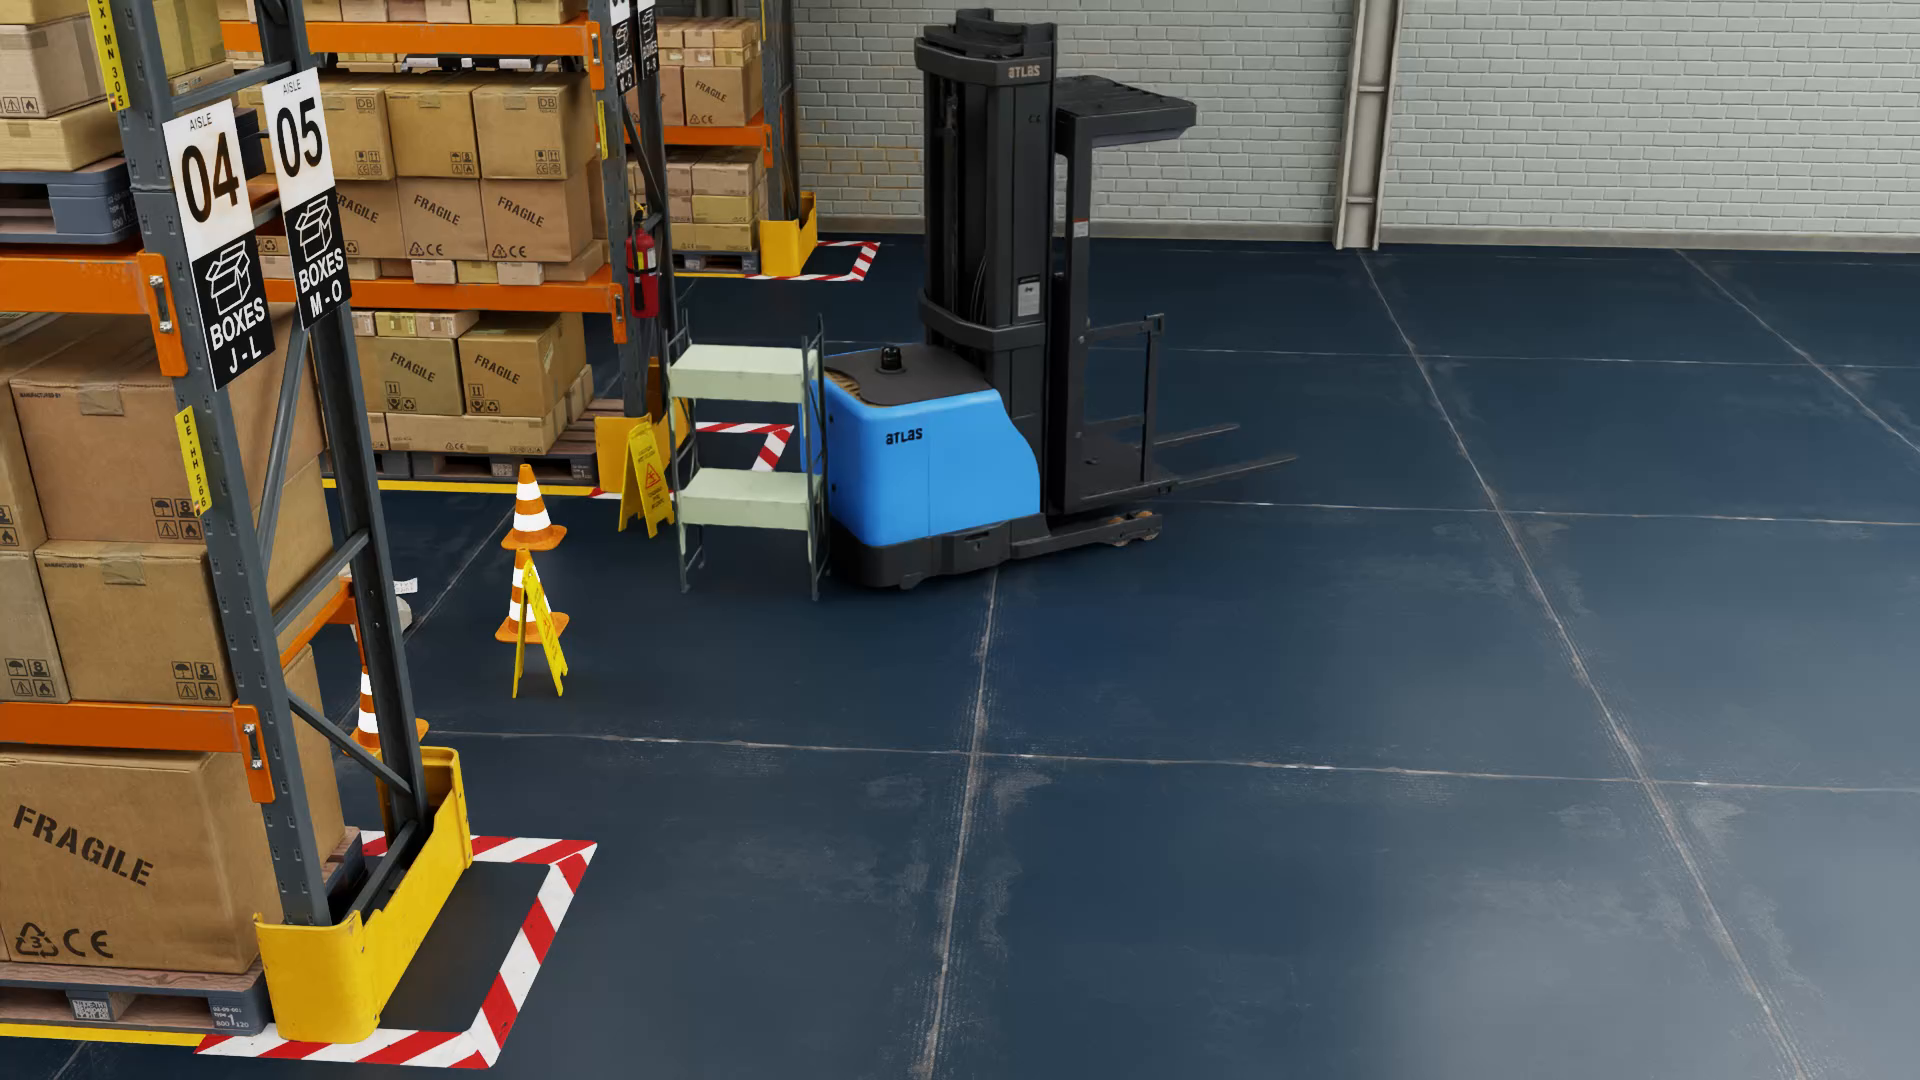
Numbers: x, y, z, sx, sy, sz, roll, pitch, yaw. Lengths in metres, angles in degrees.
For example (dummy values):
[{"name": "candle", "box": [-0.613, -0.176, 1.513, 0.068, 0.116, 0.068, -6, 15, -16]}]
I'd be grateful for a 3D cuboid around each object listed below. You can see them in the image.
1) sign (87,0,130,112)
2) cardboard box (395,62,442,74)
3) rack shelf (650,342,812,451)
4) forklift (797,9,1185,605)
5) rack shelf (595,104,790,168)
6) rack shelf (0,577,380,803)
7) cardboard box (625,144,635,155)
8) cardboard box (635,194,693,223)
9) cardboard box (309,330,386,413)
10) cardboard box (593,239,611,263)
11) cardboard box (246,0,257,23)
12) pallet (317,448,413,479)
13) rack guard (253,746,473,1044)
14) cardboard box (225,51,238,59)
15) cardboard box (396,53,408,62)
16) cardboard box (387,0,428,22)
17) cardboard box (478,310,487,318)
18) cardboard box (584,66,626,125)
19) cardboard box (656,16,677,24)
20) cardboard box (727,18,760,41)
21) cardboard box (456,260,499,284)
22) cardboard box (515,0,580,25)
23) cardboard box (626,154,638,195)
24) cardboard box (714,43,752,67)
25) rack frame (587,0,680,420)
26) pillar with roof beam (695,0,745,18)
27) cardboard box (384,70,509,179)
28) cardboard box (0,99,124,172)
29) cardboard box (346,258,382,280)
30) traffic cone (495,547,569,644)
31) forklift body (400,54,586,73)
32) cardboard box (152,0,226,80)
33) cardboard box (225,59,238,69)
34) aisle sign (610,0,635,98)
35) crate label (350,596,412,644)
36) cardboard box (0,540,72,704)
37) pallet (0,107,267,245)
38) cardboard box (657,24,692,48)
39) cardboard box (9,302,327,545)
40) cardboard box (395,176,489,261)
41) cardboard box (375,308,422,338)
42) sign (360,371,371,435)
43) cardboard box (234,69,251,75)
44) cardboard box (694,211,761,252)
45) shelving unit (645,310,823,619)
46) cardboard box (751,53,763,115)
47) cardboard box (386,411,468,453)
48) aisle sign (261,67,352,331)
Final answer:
[{"name": "sign", "box": [-2.306, -1.332, 4.503, 0.005, 0.325, 0.100, 2, 25, 4]}, {"name": "cardboard box", "box": [-4.641, -4.005, 14.745, 0.500, 0.500, 0.500, 2, 25, 5]}, {"name": "rack shelf", "box": [-1.181, -0.755, 8.662, 0.720, 0.370, 0.431, 10, 26, 20]}, {"name": "forklift", "box": [0.361, -1.548, 9.607, 1.130, 2.935, 3.031, 16, 29, 31]}, {"name": "rack shelf", "box": [-3.590, -3.701, 15.066, 4.000, 0.370, 1.077, 2, 25, 4]}, {"name": "rack shelf", "box": [-4.244, 0.434, 6.079, 4.000, 0.370, 1.077, 2, 25, 4]}, {"name": "cardboard box", "box": [-3.057, -3.489, 15.335, 0.500, 0.250, 0.500, 2, 25, 4]}, {"name": "cardboard box", "box": [-2.604, -3.039, 14.954, 0.500, 0.250, 0.500, 2, 25, 3]}, {"name": "cardboard box", "box": [-3.814, -1.129, 10.505, 0.500, 0.500, 0.500, 1, 25, 3]}, {"name": "cardboard box", "box": [-2.295, -1.878, 10.544, 0.250, 0.149, 0.380, 2, 25, 4]}, {"name": "cardboard box", "box": [-3.884, -3.069, 9.544, 0.250, 0.149, 0.380, 2, 25, 3]}, {"name": "pallet", "box": [-4.068, -0.712, 11.044, 1.213, 0.211, 1.003, 2, 25, 4]}, {"name": "rack guard", "box": [-2.226, 1.308, 6.310, 0.348, 0.500, 1.175, 2, 25, 4]}, {"name": "cardboard box", "box": [-6.440, -4.381, 14.787, 0.250, 0.149, 0.380, 2, 25, 4]}, {"name": "cardboard box", "box": [-4.766, -4.308, 14.628, 0.250, 0.149, 0.380, 2, 25, 4]}, {"name": "cardboard box", "box": [-3.110, -3.091, 9.592, 0.250, 0.149, 0.380, 2, 25, 4]}, {"name": "cardboard box", "box": [-3.301, -1.334, 10.951, 0.500, 0.500, 0.500, 1, 25, 2]}, {"name": "cardboard box", "box": [-3.134, -3.952, 14.632, 0.500, 0.500, 0.500, 1, 25, 3]}, {"name": "cardboard box", "box": [-2.683, -4.578, 14.860, 0.250, 0.149, 0.380, 2, 25, 4]}, {"name": "cardboard box", "box": [-1.914, -4.539, 14.775, 0.250, 0.149, 0.380, 1, 25, 3]}, {"name": "cardboard box", "box": [-2.876, -1.683, 10.119, 0.250, 0.149, 0.380, 1, 25, 3]}, {"name": "cardboard box", "box": [-2.349, -3.039, 9.477, 0.250, 0.149, 0.380, 2, 25, 4]}, {"name": "cardboard box", "box": [-3.092, -3.271, 14.860, 0.500, 0.250, 0.500, 2, 25, 5]}, {"name": "cardboard box", "box": [-1.963, -4.198, 14.390, 0.250, 0.149, 0.380, 2, 25, 5]}, {"name": "rack frame", "box": [-1.972, -1.895, 10.280, 0.127, 3.000, 1.000, 2, 25, 4]}, {"name": "pillar with roof beam", "box": [-2.551, -5.293, 10.488, 0.400, 9.000, 9.100, 2, 25, 4]}, {"name": "cardboard box", "box": [-3.002, -2.475, 9.868, 0.500, 0.500, 0.700, 2, 25, 4]}, {"name": "cardboard box", "box": [-2.608, -1.183, 4.822, 0.250, 0.149, 0.380, 2, 25, 4]}, {"name": "cardboard box", "box": [-3.642, -1.716, 10.190, 0.250, 0.149, 0.380, 2, 25, 3]}, {"name": "traffic cone", "box": [-2.246, 0.255, 8.643, 0.334, 0.463, 0.336, 2, 25, 4]}, {"name": "forklift body", "box": [-3.626, -2.879, 13.433, 1.214, 2.155, 2.313, 2, 25, 4]}, {"name": "cardboard box", "box": [-2.712, -1.617, 5.289, 0.500, 0.250, 0.500, 2, 25, 4]}, {"name": "cardboard box", "box": [-6.607, -4.174, 14.813, 0.500, 0.250, 0.500, 1, 25, 3]}, {"name": "aisle sign", "box": [-1.933, -2.953, 9.470, 0.004, 0.787, 0.394, 2, 25, 4]}, {"name": "crate label", "box": [-3.034, 0.403, 8.709, 0.298, 0.136, 0.250, -11, 27, -23]}, {"name": "cardboard box", "box": [-3.174, 0.102, 5.761, 0.550, 0.550, 0.875, 2, 25, 4]}, {"name": "pallet", "box": [-2.991, -1.171, 5.223, 1.213, 0.211, 1.003, 2, 25, 4]}, {"name": "cardboard box", "box": [-2.480, -4.355, 14.374, 0.250, 0.149, 0.380, 2, 25, 5]}, {"name": "cardboard box", "box": [-2.617, -0.416, 5.593, 0.550, 0.550, 0.875, 2, 25, 4]}, {"name": "cardboard box", "box": [-3.033, -1.996, 10.024, 0.500, 0.500, 0.500, 2, 25, 4]}, {"name": "cardboard box", "box": [-3.412, -1.382, 10.279, 0.250, 0.149, 0.380, 2, 25, 5]}, {"name": "sign", "box": [-2.202, -0.489, 6.094, 0.005, 0.325, 0.100, 2, 25, 4]}, {"name": "cardboard box", "box": [-4.532, -2.501, 9.924, 0.500, 0.500, 0.700, 1, 25, 3]}, {"name": "cardboard box", "box": [-2.089, -2.789, 15.010, 0.500, 0.250, 0.500, 2, 25, 4]}, {"name": "shelving unit", "box": [-1.181, -0.400, 8.825, 0.755, 1.500, 0.431, 10, 26, 20]}, {"name": "cardboard box", "box": [-2.069, -4.141, 15.042, 0.500, 0.500, 0.500, 3, 25, 6]}, {"name": "cardboard box", "box": [-3.315, -0.770, 10.623, 0.500, 0.250, 0.500, 2, 25, 4]}, {"name": "aisle sign", "box": [-2.157, -1.133, 5.513, 0.004, 0.787, 0.394, 2, 25, 4]}]
